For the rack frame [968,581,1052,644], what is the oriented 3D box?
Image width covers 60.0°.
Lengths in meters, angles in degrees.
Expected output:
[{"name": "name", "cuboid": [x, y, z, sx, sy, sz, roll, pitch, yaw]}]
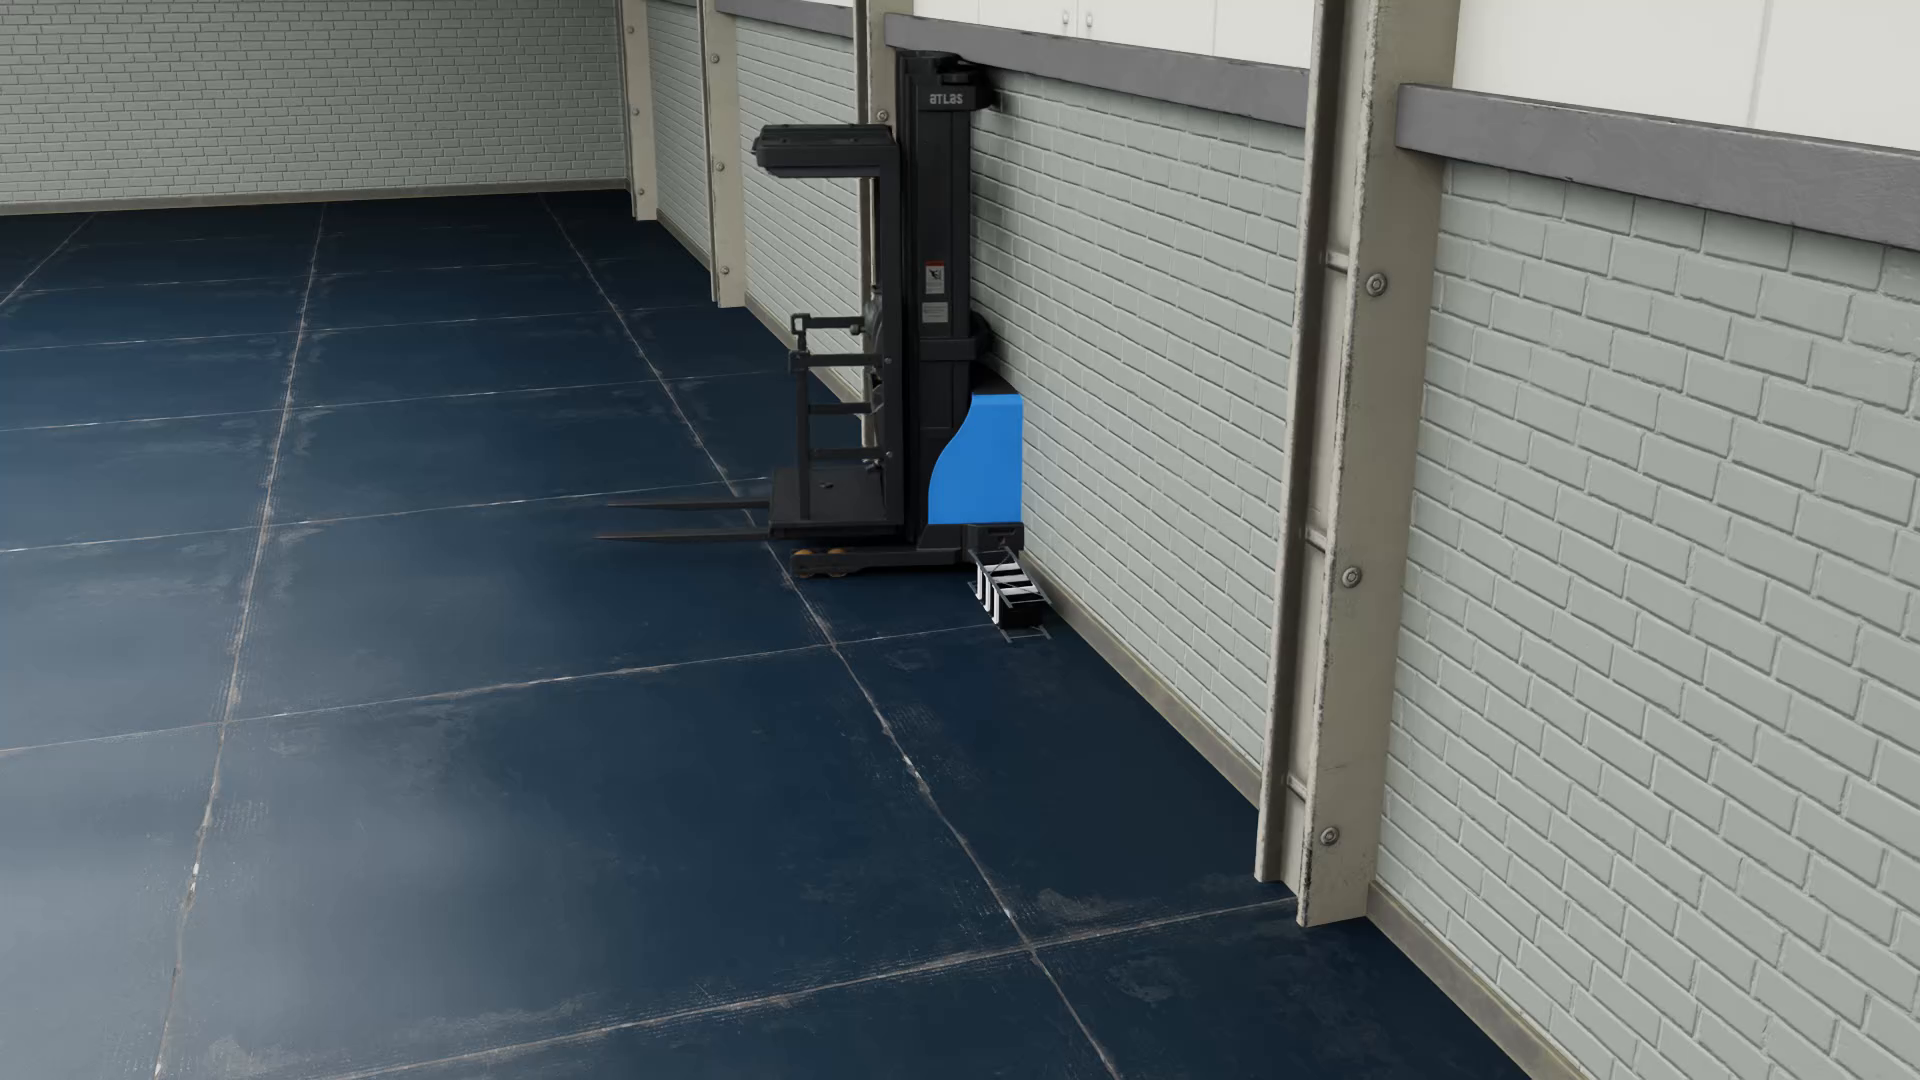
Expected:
[{"name": "rack frame", "cuboid": [0.269, 0.389, 9.312, 0.240, 0.006, 0.900, -5, 21, -13]}]

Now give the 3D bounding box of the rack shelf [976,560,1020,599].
[{"name": "rack shelf", "cuboid": [0.218, 0.222, 9.471, 0.258, 0.200, 0.077, -5, 21, -13]}]

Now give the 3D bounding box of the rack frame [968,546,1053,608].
[{"name": "rack frame", "cuboid": [0.270, 0.198, 9.242, 0.240, 0.006, 0.900, -5, 21, -13]}]

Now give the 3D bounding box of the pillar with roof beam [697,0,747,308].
[{"name": "pillar with roof beam", "cuboid": [-6.472, -6.236, 14.465, 9.100, 9.000, 0.400, -6, 21, -17]}]

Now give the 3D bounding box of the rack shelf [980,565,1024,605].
[{"name": "rack shelf", "cuboid": [0.240, 0.252, 9.389, 0.258, 0.200, 0.077, -5, 21, -13]}]

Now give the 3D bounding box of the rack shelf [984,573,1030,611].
[{"name": "rack shelf", "cuboid": [0.261, 0.282, 9.307, 0.258, 0.200, 0.077, -5, 21, -13]}]

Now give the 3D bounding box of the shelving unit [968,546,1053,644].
[{"name": "shelving unit", "cuboid": [0.269, 0.294, 9.277, 0.258, 0.210, 0.900, -5, 21, -13]}]

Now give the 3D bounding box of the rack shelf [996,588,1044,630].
[{"name": "rack shelf", "cuboid": [0.326, 0.373, 9.062, 0.258, 0.200, 0.077, -5, 21, -13]}]

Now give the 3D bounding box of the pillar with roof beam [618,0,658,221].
[{"name": "pillar with roof beam", "cuboid": [-8.358, -8.161, 19.826, 9.100, 9.000, 0.400, -6, 21, -17]}]

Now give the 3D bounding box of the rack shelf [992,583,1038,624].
[{"name": "rack shelf", "cuboid": [0.305, 0.343, 9.143, 0.258, 0.200, 0.077, -5, 21, -13]}]

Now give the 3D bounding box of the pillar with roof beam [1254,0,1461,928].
[{"name": "pillar with roof beam", "cuboid": [-2.700, -2.385, 3.744, 9.100, 9.000, 0.400, -6, 21, -17]}]

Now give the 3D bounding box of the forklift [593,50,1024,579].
[{"name": "forklift", "cuboid": [-0.680, -1.338, 9.806, 3.031, 2.935, 1.130, -2, 20, -4]}]

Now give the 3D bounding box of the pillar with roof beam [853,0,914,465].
[{"name": "pillar with roof beam", "cuboid": [-4.586, -4.310, 9.104, 9.100, 9.000, 0.400, -6, 21, -17]}]

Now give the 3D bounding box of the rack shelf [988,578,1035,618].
[{"name": "rack shelf", "cuboid": [0.283, 0.313, 9.225, 0.258, 0.200, 0.077, -5, 21, -13]}]
